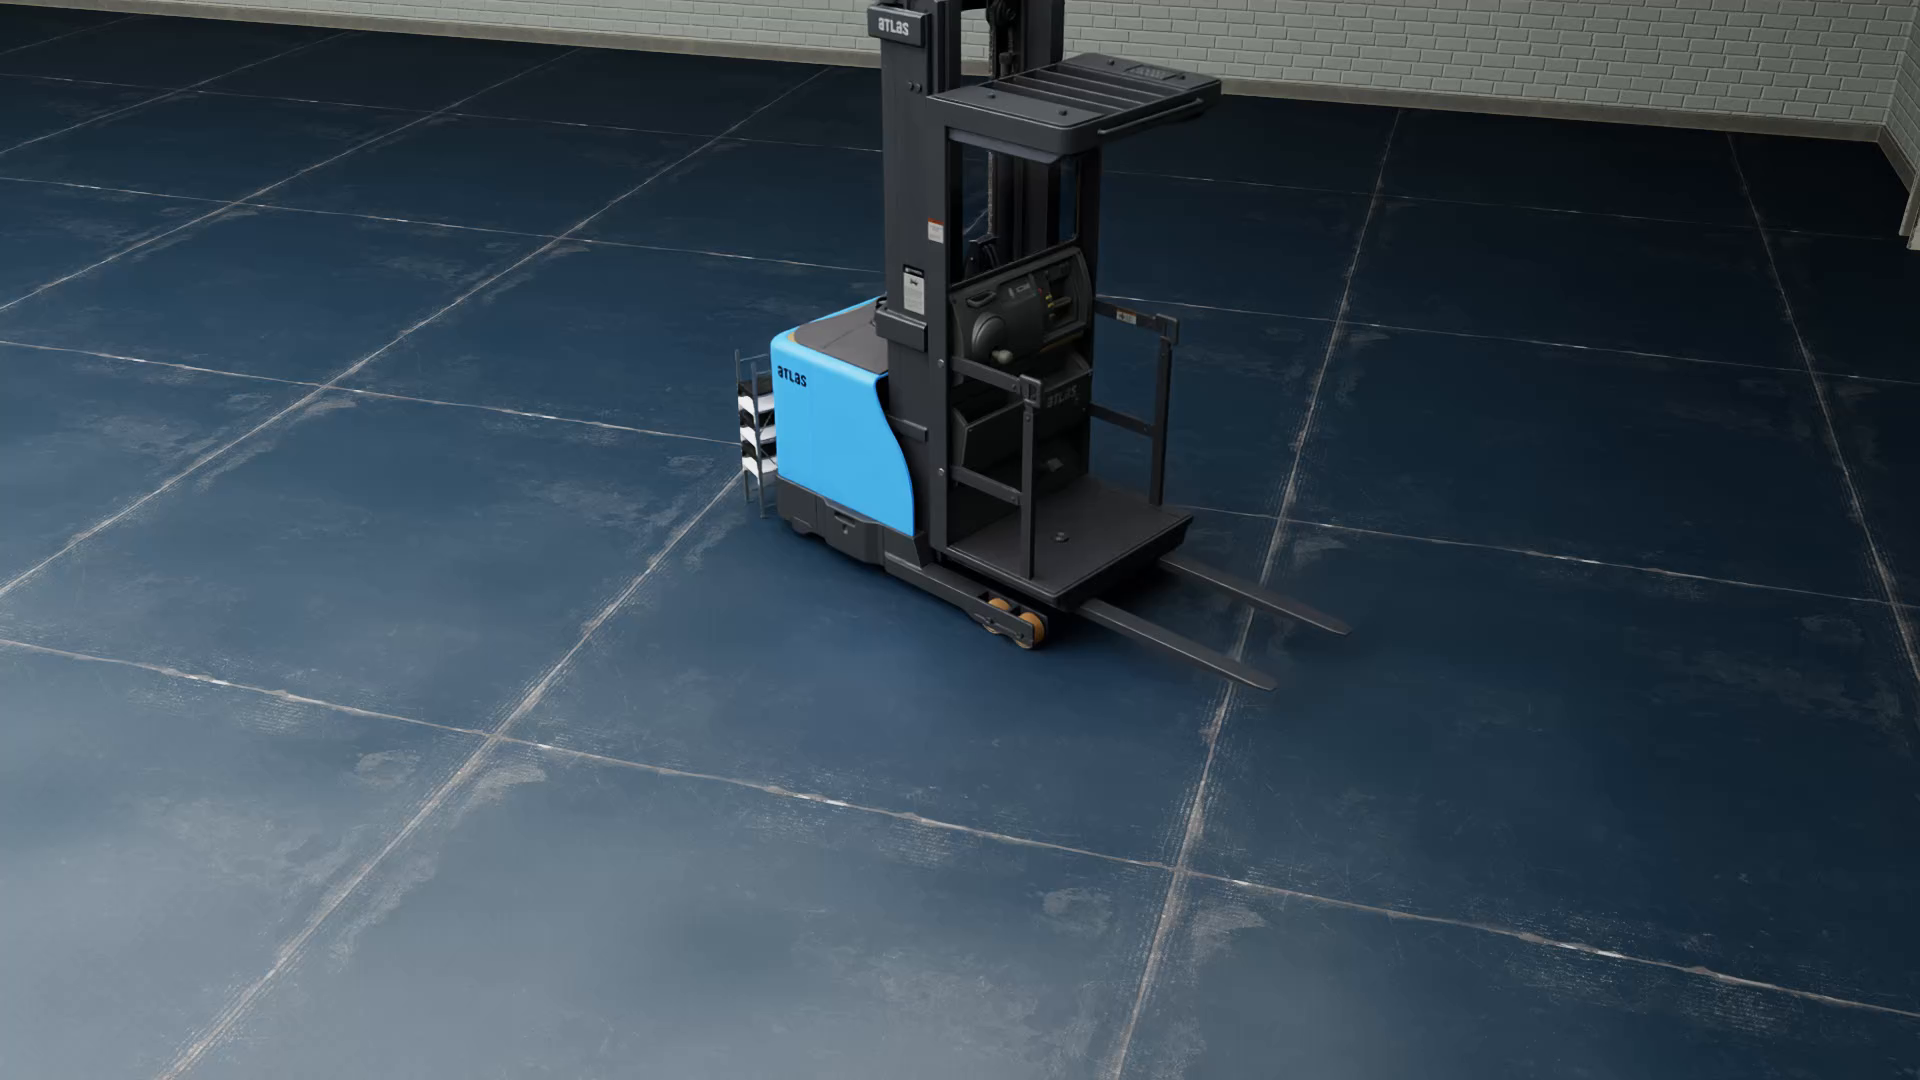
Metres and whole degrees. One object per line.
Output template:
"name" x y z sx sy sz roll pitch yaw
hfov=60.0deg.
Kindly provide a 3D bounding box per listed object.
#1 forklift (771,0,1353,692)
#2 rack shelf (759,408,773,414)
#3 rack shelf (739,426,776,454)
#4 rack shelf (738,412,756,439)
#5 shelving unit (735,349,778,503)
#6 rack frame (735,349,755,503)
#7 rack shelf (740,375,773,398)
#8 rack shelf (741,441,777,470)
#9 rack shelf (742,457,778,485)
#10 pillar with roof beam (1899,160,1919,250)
"forklift" 0.450 -1.030 7.652 3.031 2.867 1.129 24 37 36
"rack shelf" -1.019 -0.727 8.798 0.199 0.015 0.184 -16 33 -27
"rack shelf" -1.019 -0.556 8.893 0.258 0.077 0.200 -16 33 -27
"rack shelf" -1.019 -0.635 8.849 0.258 0.077 0.200 -16 33 -27
"shelving unit" -1.020 -0.587 8.879 0.258 0.900 0.205 -16 33 -27
"rack frame" -1.071 -0.628 8.953 0.240 0.900 0.006 -16 33 -27
"rack shelf" -1.019 -0.810 8.752 0.221 0.026 0.190 -16 33 -27
"rack shelf" -1.019 -0.478 8.937 0.258 0.077 0.200 -16 33 -27
"rack shelf" -1.019 -0.399 8.981 0.258 0.077 0.200 -16 33 -27
"pillar with roof beam" 3.368 -6.852 11.811 9.100 9.000 0.400 8 30 15
